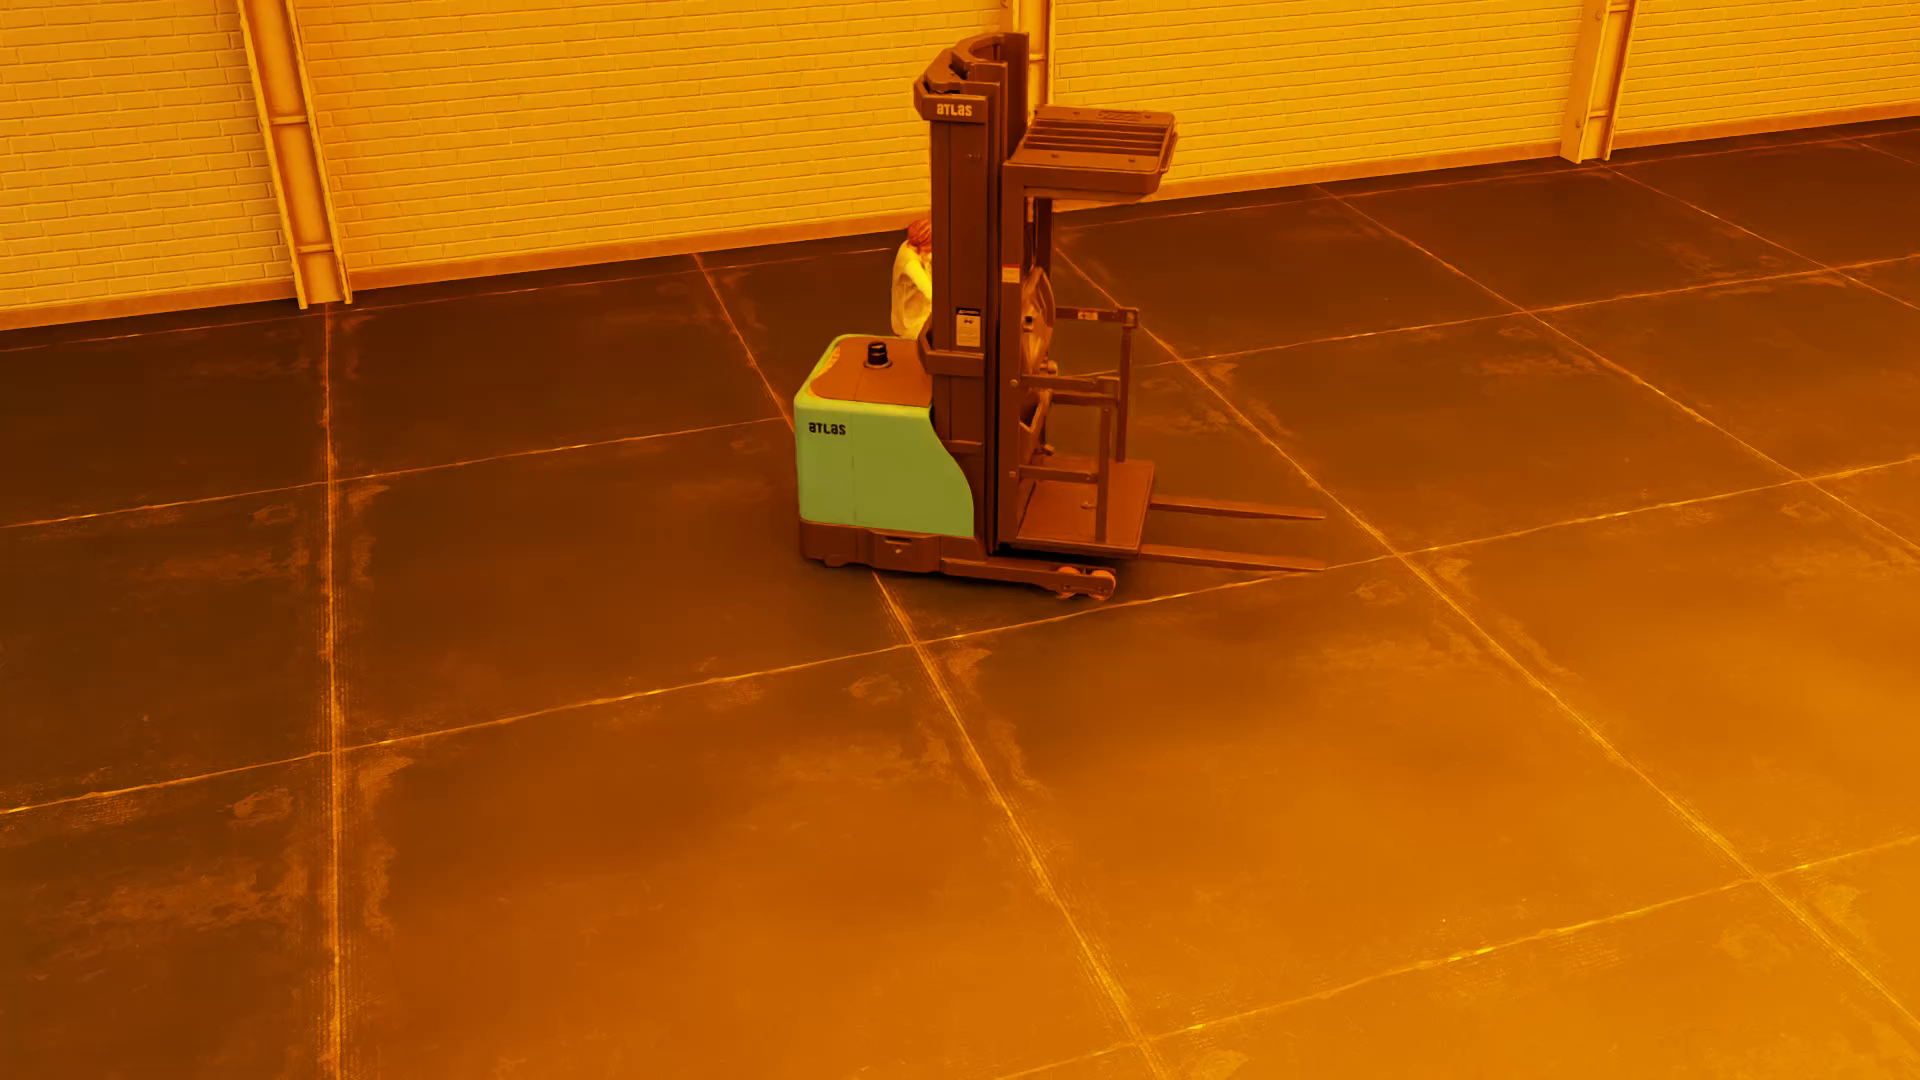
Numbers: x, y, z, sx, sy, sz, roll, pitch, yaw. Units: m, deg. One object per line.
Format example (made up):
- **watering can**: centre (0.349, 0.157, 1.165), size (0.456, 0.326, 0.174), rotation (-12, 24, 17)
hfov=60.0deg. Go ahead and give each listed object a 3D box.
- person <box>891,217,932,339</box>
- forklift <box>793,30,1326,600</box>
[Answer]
- **person**: centre (-0.135, -1.537, 11.306), size (0.668, 1.386, 0.894), rotation (3, 30, 5)
- **forklift**: centre (0.620, -1.219, 9.206), size (3.031, 2.935, 1.130), rotation (6, 30, 10)
